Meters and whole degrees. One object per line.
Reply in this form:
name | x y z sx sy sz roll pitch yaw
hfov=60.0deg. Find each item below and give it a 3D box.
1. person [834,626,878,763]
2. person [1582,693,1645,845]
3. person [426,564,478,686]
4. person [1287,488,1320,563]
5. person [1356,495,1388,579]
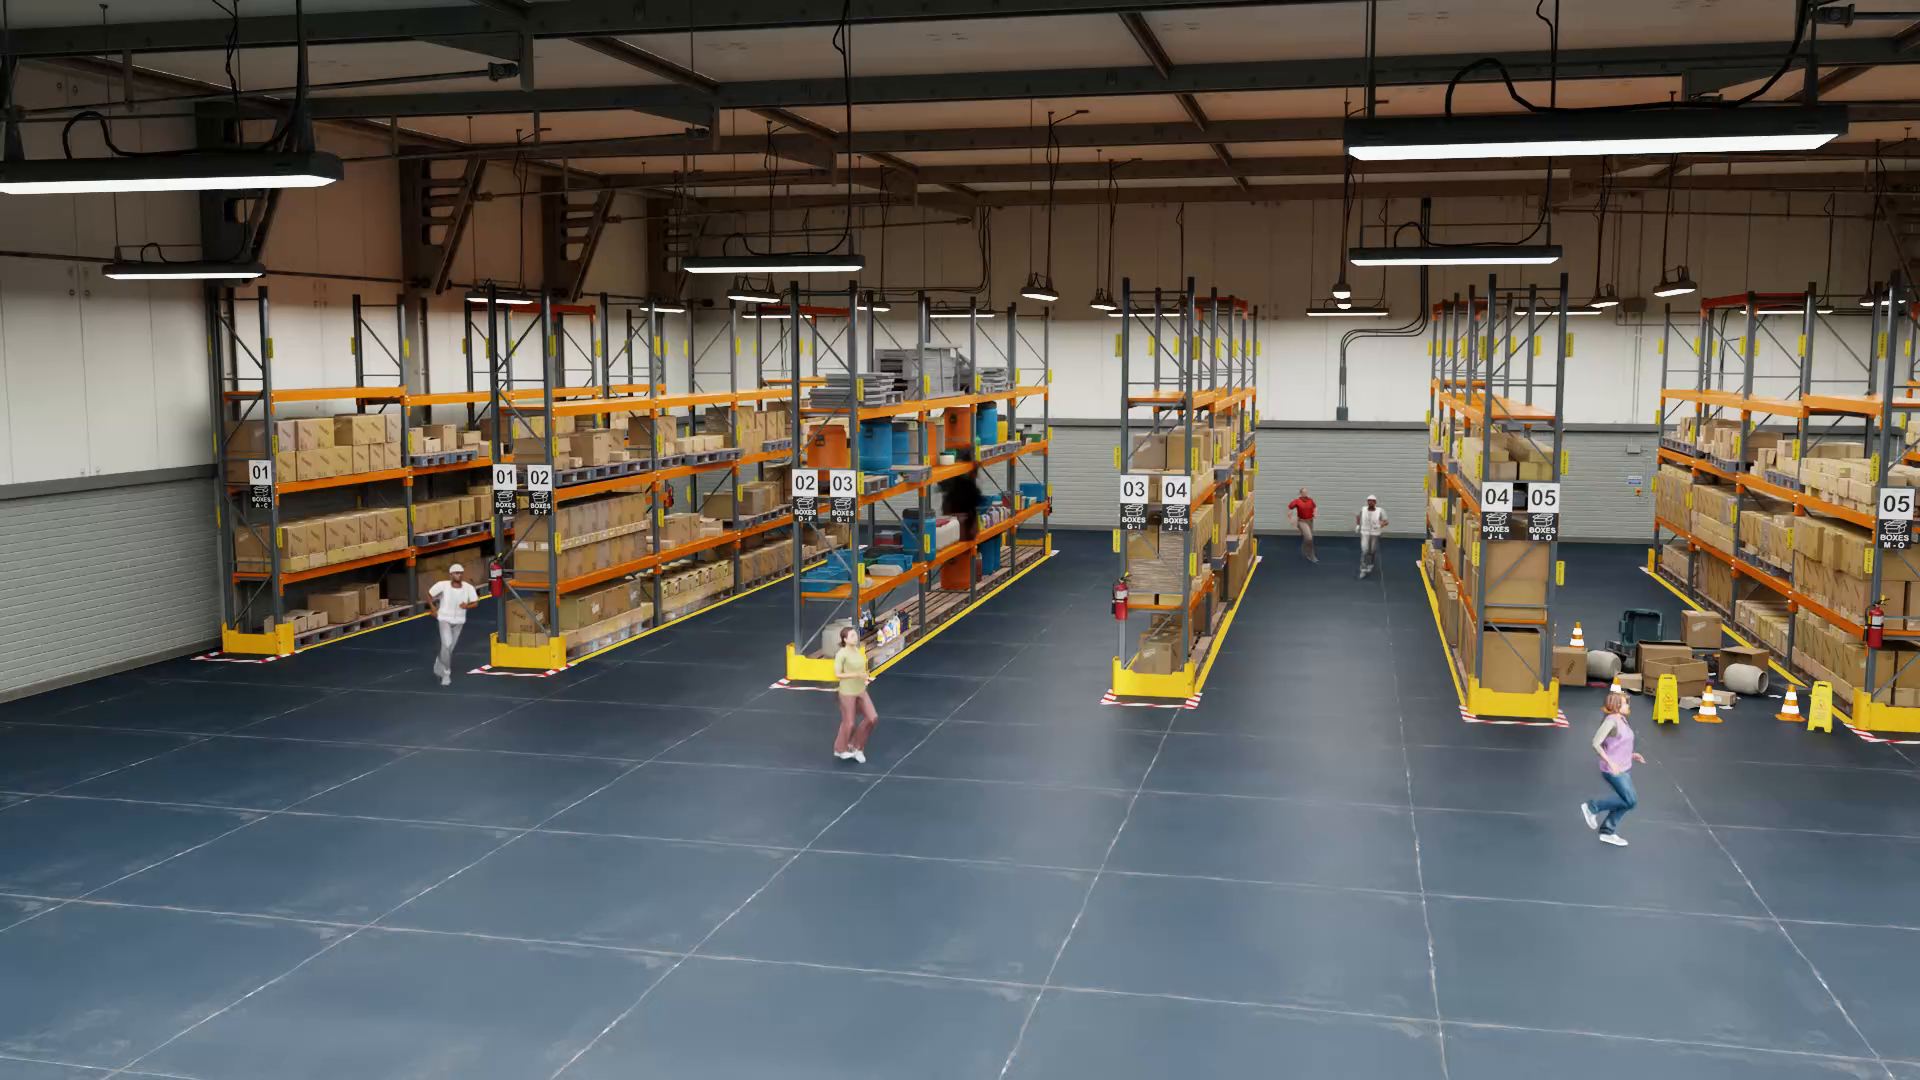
person | -1.284 1.876 20.118 0.620 1.678 0.561 6 9 41
person | 6.620 2.313 16.830 0.545 1.555 0.536 6 9 40
person | -7.669 1.249 25.210 0.705 1.793 0.823 -5 8 -37
person | 8.119 -0.351 39.206 0.722 1.758 0.810 -3 7 -26
person | 9.067 -0.090 36.613 0.690 1.818 0.860 2 7 15
